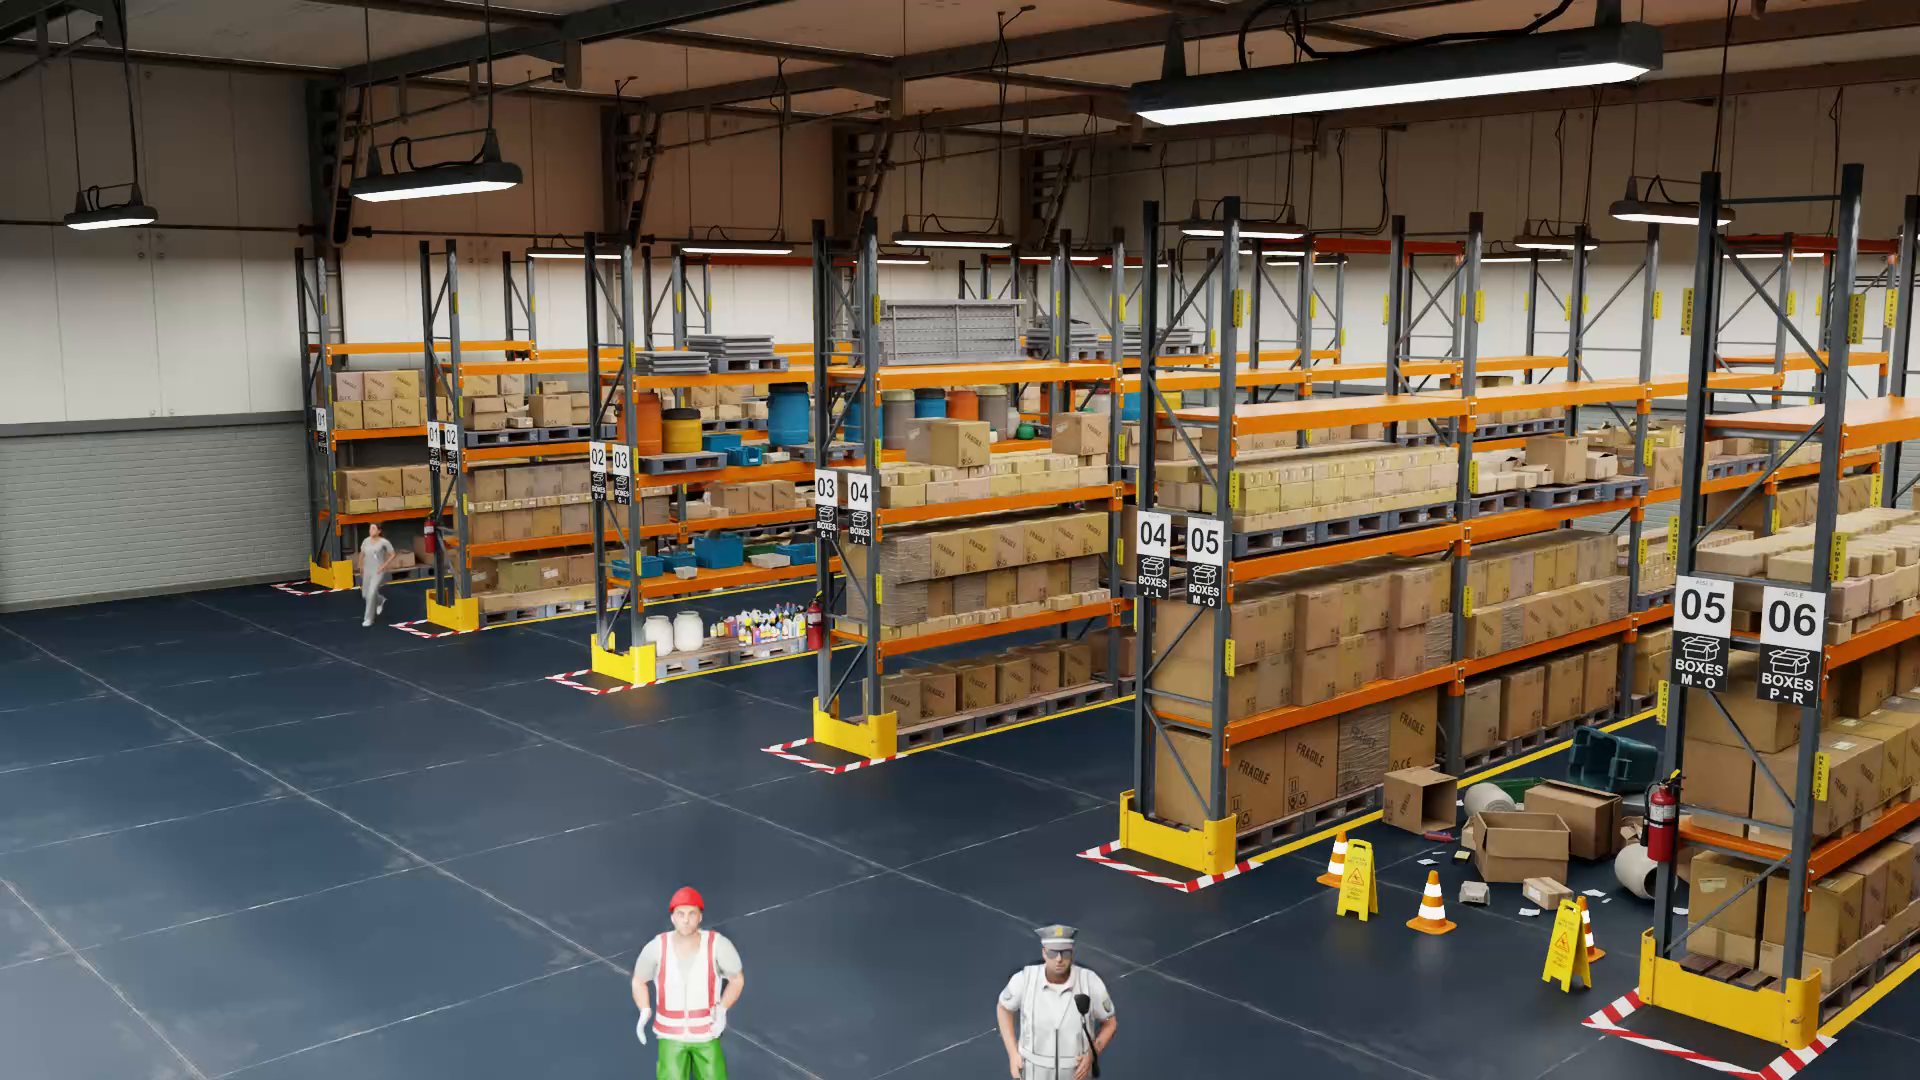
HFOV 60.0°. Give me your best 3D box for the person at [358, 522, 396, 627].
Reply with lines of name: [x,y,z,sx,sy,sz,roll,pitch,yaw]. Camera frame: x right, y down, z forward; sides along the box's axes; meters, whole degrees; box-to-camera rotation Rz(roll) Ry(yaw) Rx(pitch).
person: [-9.216,0.523,26.358,0.580,1.623,0.716,2,9,11]

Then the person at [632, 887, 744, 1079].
person: [-1.604,2.887,9.795,0.650,1.742,0.708,-1,8,-6]

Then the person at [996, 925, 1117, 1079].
person: [0.534,2.953,9.238,0.672,1.769,0.799,0,8,2]

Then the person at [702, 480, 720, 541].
person: [-4.718,-0.342,31.659,0.637,1.814,0.711,8,12,44]
